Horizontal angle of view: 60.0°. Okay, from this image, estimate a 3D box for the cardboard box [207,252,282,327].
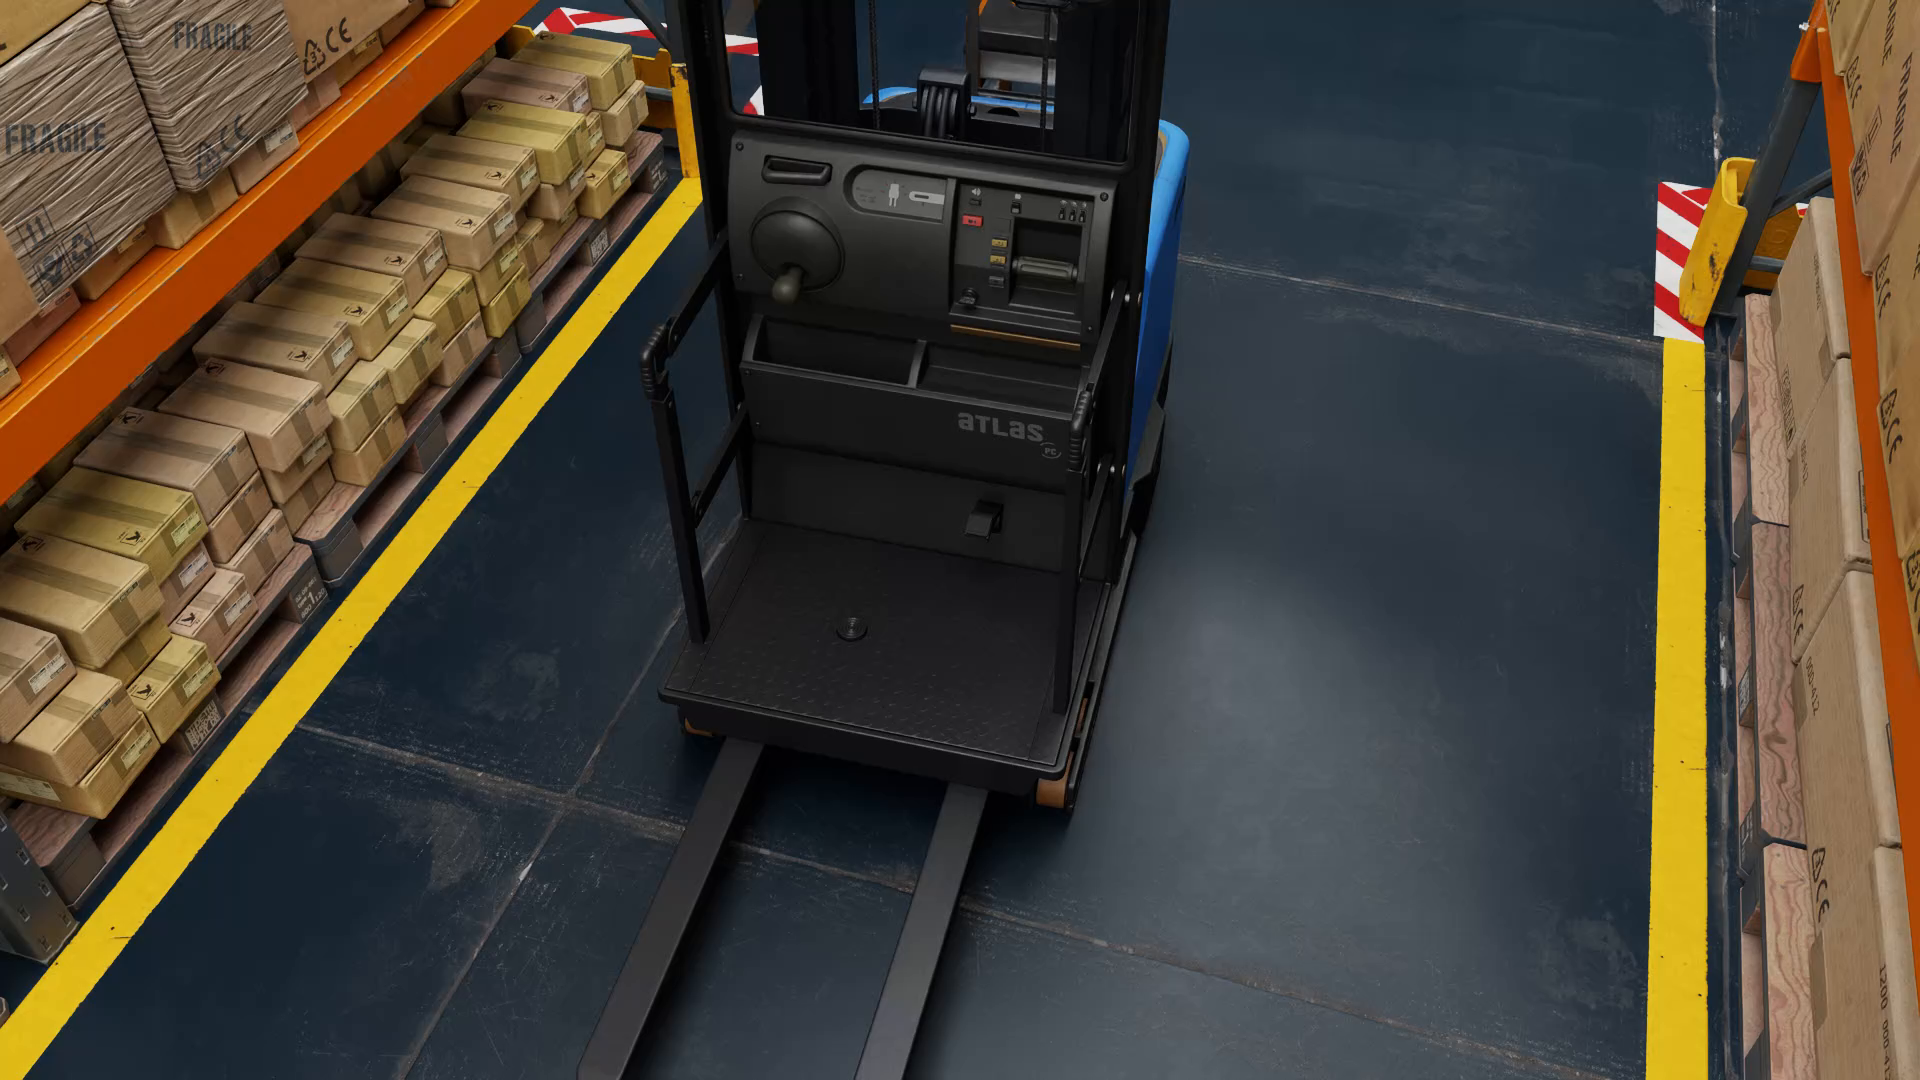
[{"bbox_3d":[-2.373,-0.815,5.251,0.380,0.149,0.250,13,46,13],"label":"cardboard box"}]

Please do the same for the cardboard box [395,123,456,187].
[{"bbox_3d":[-2.056,-1.408,6.070,0.380,0.149,0.250,13,46,13],"label":"cardboard box"}]

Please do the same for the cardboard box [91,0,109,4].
[{"bbox_3d":[-2.044,-1.579,3.719,0.500,0.500,0.500,13,46,13],"label":"cardboard box"}]

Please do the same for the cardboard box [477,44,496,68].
[{"bbox_3d":[-2.008,-1.885,6.344,0.380,0.149,0.250,11,45,11],"label":"cardboard box"}]

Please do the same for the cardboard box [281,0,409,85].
[{"bbox_3d":[-1.883,-1.594,4.450,0.500,0.500,0.500,15,46,15],"label":"cardboard box"}]

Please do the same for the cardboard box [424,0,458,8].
[{"bbox_3d":[-1.691,-1.779,5.102,0.380,0.149,0.250,11,45,11],"label":"cardboard box"}]

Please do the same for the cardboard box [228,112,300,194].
[{"bbox_3d":[-1.987,-1.070,4.378,0.380,0.149,0.250,14,46,14],"label":"cardboard box"}]

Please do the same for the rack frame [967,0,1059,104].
[{"bbox_3d":[0.218,-1.367,5.145,0.400,2.100,0.015,10,45,10],"label":"rack frame"}]

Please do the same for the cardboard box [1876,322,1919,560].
[{"bbox_3d":[2.197,-0.252,3.292,0.500,0.500,0.500,12,46,12],"label":"cardboard box"}]

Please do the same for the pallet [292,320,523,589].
[{"bbox_3d":[-2.200,-0.426,5.535,1.003,0.211,1.213,13,46,13],"label":"pallet"}]

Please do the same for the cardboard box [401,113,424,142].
[{"bbox_3d":[-2.175,-1.535,5.986,0.380,0.149,0.250,12,46,12],"label":"cardboard box"}]

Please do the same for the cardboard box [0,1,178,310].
[{"bbox_3d":[-2.204,-0.902,3.743,0.500,0.500,0.500,13,46,12],"label":"cardboard box"}]

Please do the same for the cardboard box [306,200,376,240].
[{"bbox_3d":[-2.227,-1.063,5.717,0.380,0.149,0.250,11,45,11],"label":"cardboard box"}]

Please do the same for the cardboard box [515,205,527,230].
[{"bbox_3d":[-1.749,-1.139,5.795,0.380,0.149,0.250,12,46,12],"label":"cardboard box"}]

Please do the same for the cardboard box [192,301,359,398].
[{"bbox_3d":[-2.050,-0.562,4.992,0.380,0.149,0.250,11,45,11],"label":"cardboard box"}]

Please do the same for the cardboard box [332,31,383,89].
[{"bbox_3d":[-1.894,-1.431,4.747,0.380,0.149,0.250,13,46,13],"label":"cardboard box"}]

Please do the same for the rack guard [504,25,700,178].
[{"bbox_3d":[-1.549,-1.874,6.808,1.175,0.500,0.348,13,46,13],"label":"rack guard"}]

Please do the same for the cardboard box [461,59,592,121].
[{"bbox_3d":[-1.575,-1.600,6.053,0.380,0.149,0.250,13,46,13],"label":"cardboard box"}]

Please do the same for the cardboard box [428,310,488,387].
[{"bbox_3d":[-1.812,-0.675,5.533,0.380,0.149,0.250,13,46,13],"label":"cardboard box"}]

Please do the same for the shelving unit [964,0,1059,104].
[{"bbox_3d":[0.278,-1.532,5.314,0.431,2.100,0.503,10,45,10],"label":"shelving unit"}]

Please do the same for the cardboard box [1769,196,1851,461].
[{"bbox_3d":[3.118,-0.610,5.261,0.875,0.438,0.875,11,45,11],"label":"cardboard box"}]

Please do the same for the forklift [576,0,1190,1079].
[{"bbox_3d":[-0.153,-0.625,3.793,1.130,2.935,3.031,10,45,10],"label":"forklift"}]

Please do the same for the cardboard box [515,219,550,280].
[{"bbox_3d":[-1.692,-1.036,5.902,0.380,0.149,0.250,13,46,13],"label":"cardboard box"}]

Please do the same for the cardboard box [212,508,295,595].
[{"bbox_3d":[-2.185,0.008,4.835,0.380,0.149,0.250,12,46,12],"label":"cardboard box"}]

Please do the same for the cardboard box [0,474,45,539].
[{"bbox_3d":[-2.769,-0.134,4.555,0.380,0.149,0.250,12,46,12],"label":"cardboard box"}]

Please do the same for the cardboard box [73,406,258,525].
[{"bbox_3d":[-2.209,-0.210,4.633,0.380,0.149,0.250,11,46,11],"label":"cardboard box"}]

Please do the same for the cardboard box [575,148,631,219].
[{"bbox_3d":[-1.468,-1.361,6.235,0.380,0.149,0.250,14,46,14],"label":"cardboard box"}]

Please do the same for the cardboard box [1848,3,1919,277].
[{"bbox_3d":[2.506,-0.935,3.990,0.500,0.500,0.500,12,46,12],"label":"cardboard box"}]

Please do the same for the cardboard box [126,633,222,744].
[{"bbox_3d":[-2.240,0.365,4.470,0.380,0.149,0.250,14,46,14],"label":"cardboard box"}]

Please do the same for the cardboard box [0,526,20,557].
[{"bbox_3d":[-2.810,-0.032,4.663,0.380,0.149,0.250,11,45,11],"label":"cardboard box"}]

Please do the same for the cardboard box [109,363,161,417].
[{"bbox_3d":[-2.622,-0.491,4.919,0.380,0.149,0.250,10,45,11],"label":"cardboard box"}]

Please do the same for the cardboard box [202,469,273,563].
[{"bbox_3d":[-2.207,-0.100,4.733,0.380,0.149,0.250,10,45,10],"label":"cardboard box"}]

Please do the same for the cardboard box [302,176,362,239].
[{"bbox_3d":[-2.265,-1.169,5.613,0.380,0.149,0.250,14,46,14],"label":"cardboard box"}]

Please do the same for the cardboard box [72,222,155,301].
[{"bbox_3d":[-2.213,-0.738,4.039,0.380,0.149,0.250,11,45,11],"label":"cardboard box"}]

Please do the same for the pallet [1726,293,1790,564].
[{"bbox_3d":[3.055,-0.291,5.396,1.003,0.211,1.213,13,46,13],"label":"pallet"}]

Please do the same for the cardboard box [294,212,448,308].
[{"bbox_3d":[-1.885,-0.898,5.336,0.380,0.149,0.250,11,45,11],"label":"cardboard box"}]

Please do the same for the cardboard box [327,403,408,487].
[{"bbox_3d":[-1.966,-0.331,5.182,0.380,0.149,0.250,11,46,11],"label":"cardboard box"}]

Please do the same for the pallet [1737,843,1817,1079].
[{"bbox_3d":[2.316,1.336,3.734,1.003,0.211,1.213,13,46,13],"label":"pallet"}]

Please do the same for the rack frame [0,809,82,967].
[{"bbox_3d":[-2.737,-0.152,3.261,1.000,3.000,0.127,13,46,13],"label":"rack frame"}]

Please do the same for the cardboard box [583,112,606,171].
[{"bbox_3d":[-1.544,-1.481,6.144,0.380,0.149,0.250,12,46,12],"label":"cardboard box"}]

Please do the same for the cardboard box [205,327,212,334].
[{"bbox_3d":[-2.360,-0.696,5.342,0.380,0.149,0.250,15,46,14],"label":"cardboard box"}]

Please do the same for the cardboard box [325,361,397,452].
[{"bbox_3d":[-1.965,-0.433,5.074,0.380,0.149,0.250,12,46,12],"label":"cardboard box"}]

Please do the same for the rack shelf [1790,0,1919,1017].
[{"bbox_3d":[2.617,-0.247,3.872,1.077,0.370,4.000,13,46,13],"label":"rack shelf"}]

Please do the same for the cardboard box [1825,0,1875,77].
[{"bbox_3d":[2.803,-1.614,4.683,0.500,0.500,0.500,12,46,12],"label":"cardboard box"}]

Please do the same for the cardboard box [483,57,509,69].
[{"bbox_3d":[-1.929,-1.761,6.430,0.380,0.149,0.250,14,46,14],"label":"cardboard box"}]

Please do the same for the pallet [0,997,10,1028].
[{"bbox_3d":[-2.971,1.364,3.705,1.003,0.211,1.213,13,46,13],"label":"pallet"}]

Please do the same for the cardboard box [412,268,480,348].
[{"bbox_3d":[-1.809,-0.782,5.430,0.380,0.149,0.250,15,46,15],"label":"cardboard box"}]

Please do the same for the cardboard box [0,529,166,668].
[{"bbox_3d":[-2.295,0.148,4.267,0.380,0.149,0.250,15,46,14],"label":"cardboard box"}]

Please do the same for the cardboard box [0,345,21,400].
[{"bbox_3d":[-2.332,-0.370,3.663,0.380,0.149,0.250,14,46,14],"label":"cardboard box"}]

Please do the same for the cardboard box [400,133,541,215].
[{"bbox_3d":[-1.672,-1.241,5.687,0.380,0.149,0.250,11,45,11],"label":"cardboard box"}]

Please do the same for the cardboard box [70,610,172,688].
[{"bbox_3d":[-2.331,0.249,4.376,0.380,0.149,0.250,13,46,13],"label":"cardboard box"}]

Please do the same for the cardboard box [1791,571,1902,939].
[{"bbox_3d":[2.574,0.602,4.022,0.875,0.438,0.875,11,45,11],"label":"cardboard box"}]

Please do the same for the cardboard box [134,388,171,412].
[{"bbox_3d":[-2.582,-0.352,4.991,0.380,0.149,0.250,14,46,13],"label":"cardboard box"}]
